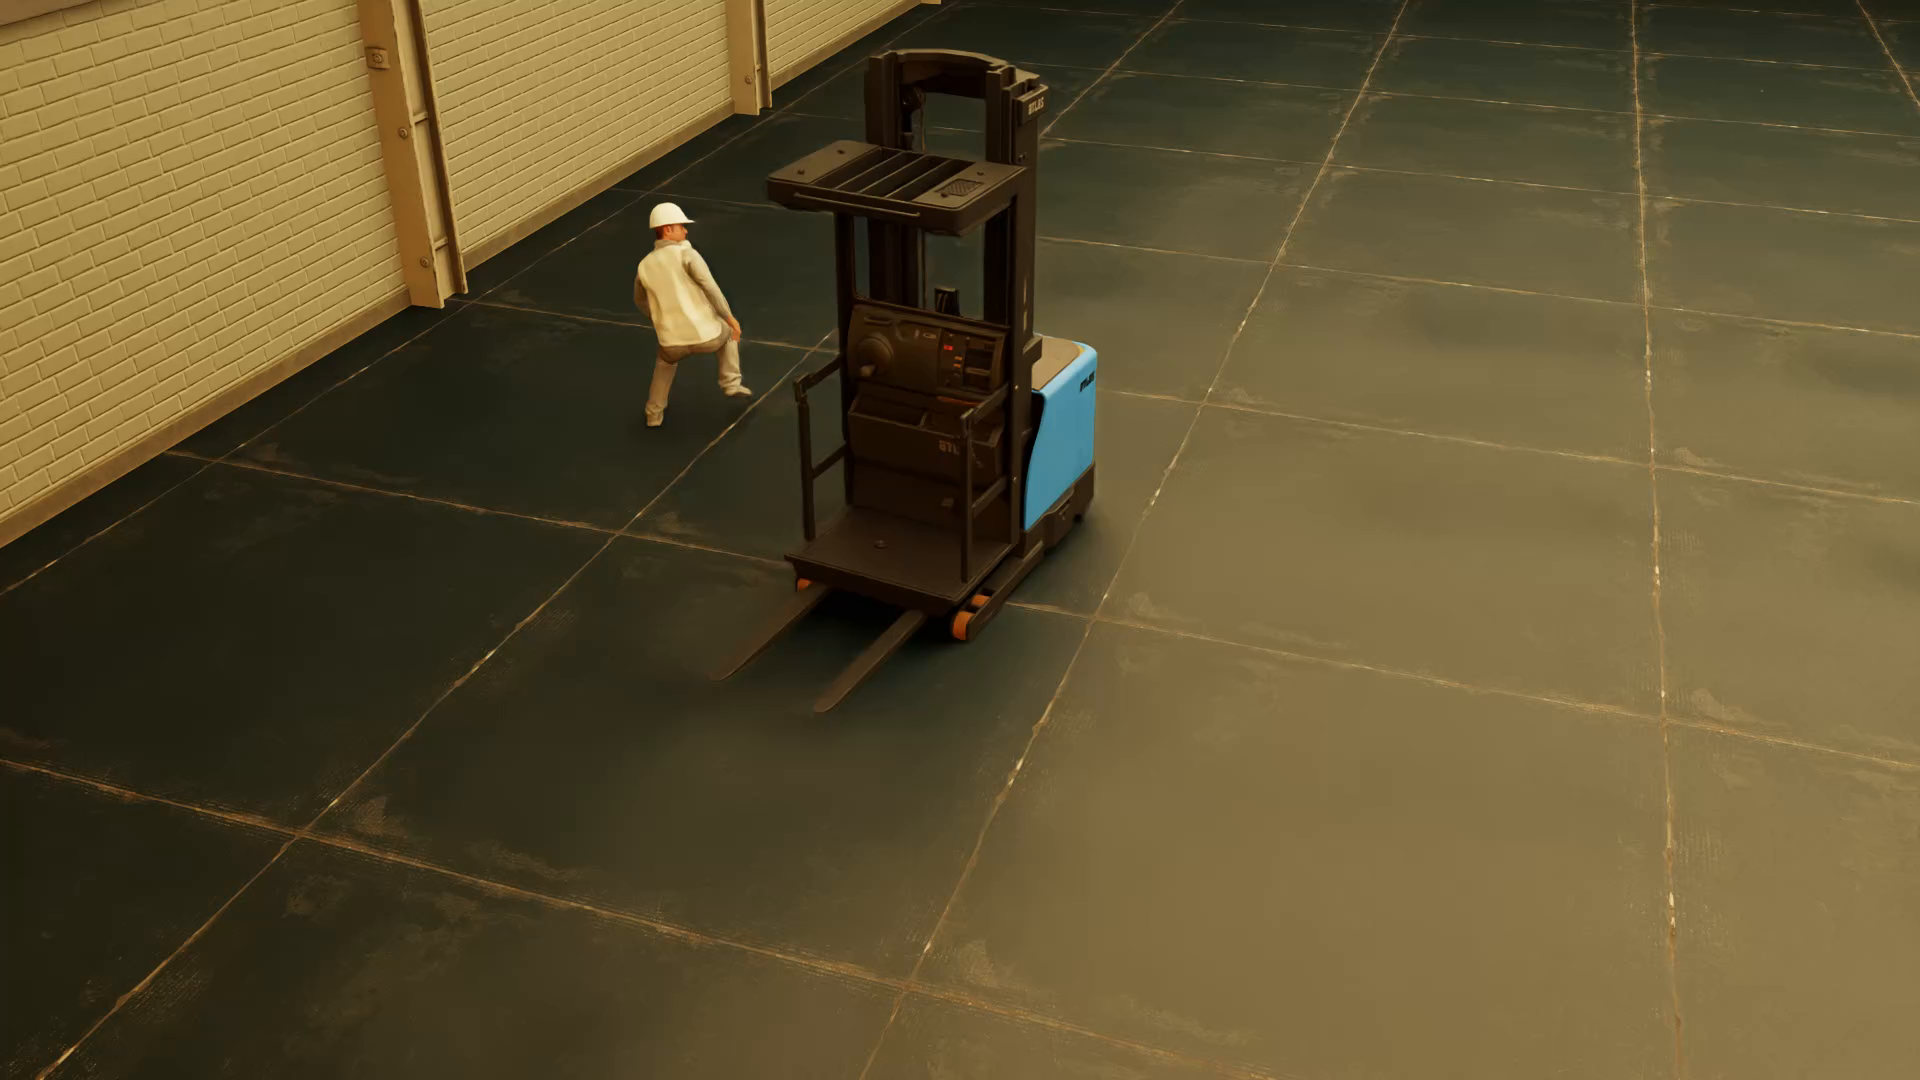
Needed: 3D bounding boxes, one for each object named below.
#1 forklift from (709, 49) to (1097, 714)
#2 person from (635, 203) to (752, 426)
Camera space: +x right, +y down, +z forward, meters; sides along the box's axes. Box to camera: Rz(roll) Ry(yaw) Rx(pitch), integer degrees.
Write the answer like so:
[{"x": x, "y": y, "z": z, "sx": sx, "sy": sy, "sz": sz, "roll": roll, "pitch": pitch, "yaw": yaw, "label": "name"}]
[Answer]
[{"x": -0.285, "y": -0.969, "z": 8.837, "sx": 1.130, "sy": 2.935, "sz": 3.031, "roll": 14, "pitch": 33, "yaw": 23, "label": "forklift"}, {"x": -1.823, "y": -1.504, "z": 11.242, "sx": 0.781, "sy": 1.541, "sz": 0.678, "roll": 4, "pitch": 30, "yaw": 6, "label": "person"}]
